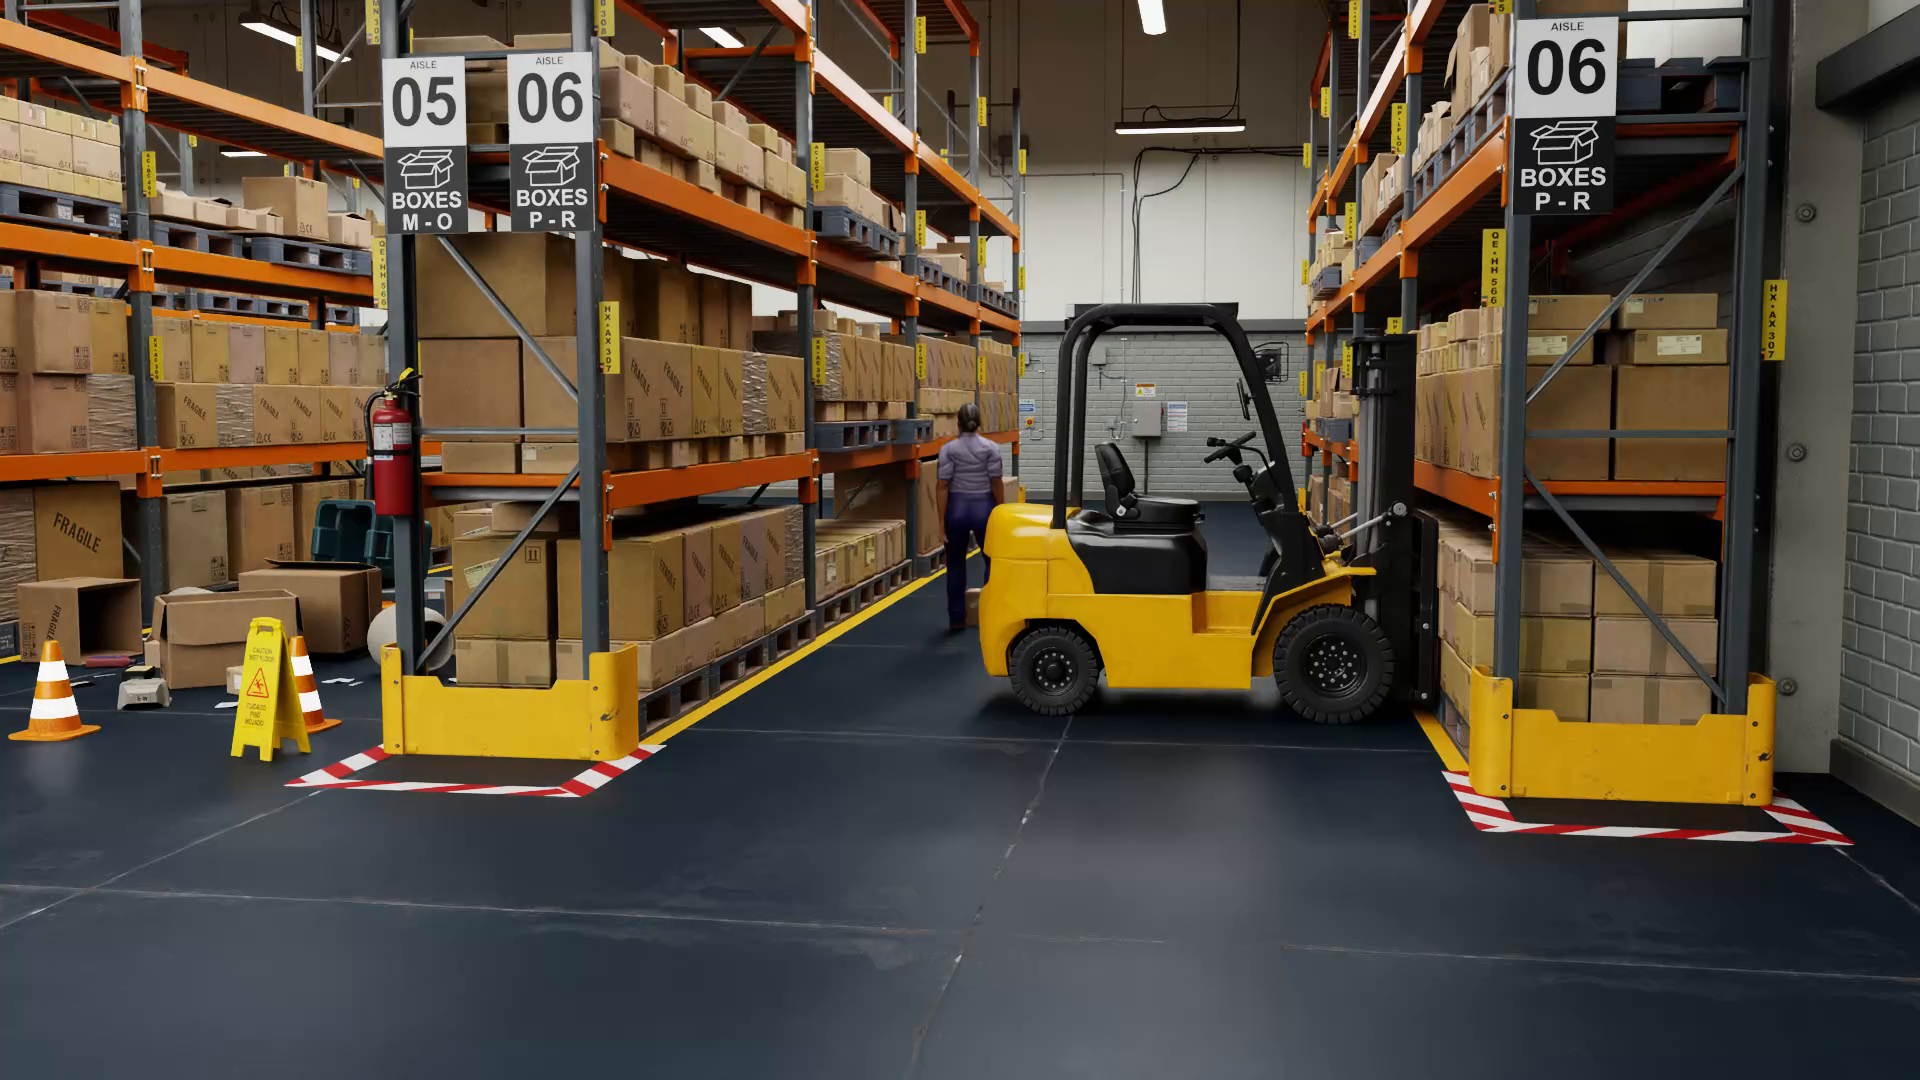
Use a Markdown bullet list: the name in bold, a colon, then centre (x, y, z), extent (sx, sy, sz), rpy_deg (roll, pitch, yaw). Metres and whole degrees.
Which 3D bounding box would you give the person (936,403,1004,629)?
- **person**: centre (0.081, -0.156, 11.773), extent (0.491, 1.622, 0.752), rpy_deg (0, 5, 3)
